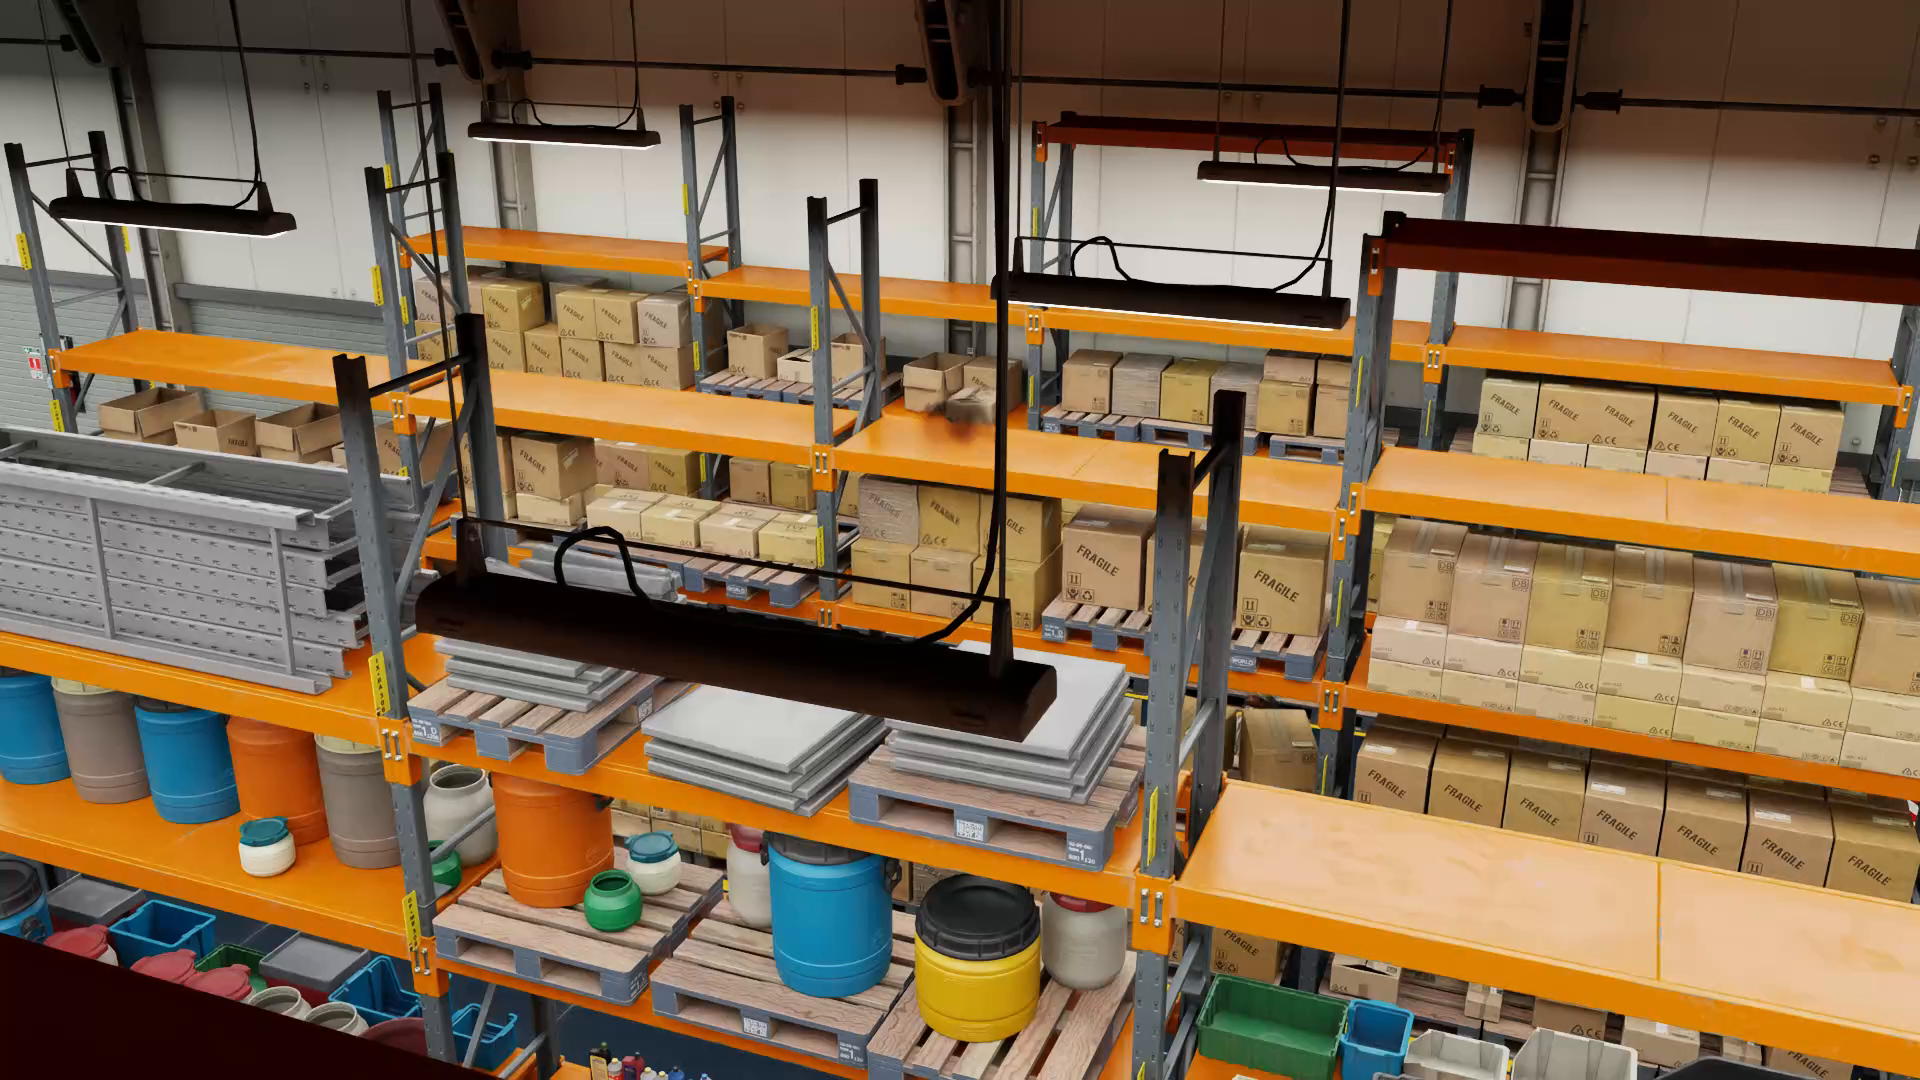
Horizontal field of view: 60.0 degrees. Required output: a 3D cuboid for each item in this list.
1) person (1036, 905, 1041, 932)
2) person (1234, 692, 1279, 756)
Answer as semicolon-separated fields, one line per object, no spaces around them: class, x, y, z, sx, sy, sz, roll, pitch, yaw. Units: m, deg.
person;0.417;3.241;11.566;0.953;1.806;0.588;8;22;19
person;2.560;1.992;14.849;0.928;1.647;0.455;10;23;25
